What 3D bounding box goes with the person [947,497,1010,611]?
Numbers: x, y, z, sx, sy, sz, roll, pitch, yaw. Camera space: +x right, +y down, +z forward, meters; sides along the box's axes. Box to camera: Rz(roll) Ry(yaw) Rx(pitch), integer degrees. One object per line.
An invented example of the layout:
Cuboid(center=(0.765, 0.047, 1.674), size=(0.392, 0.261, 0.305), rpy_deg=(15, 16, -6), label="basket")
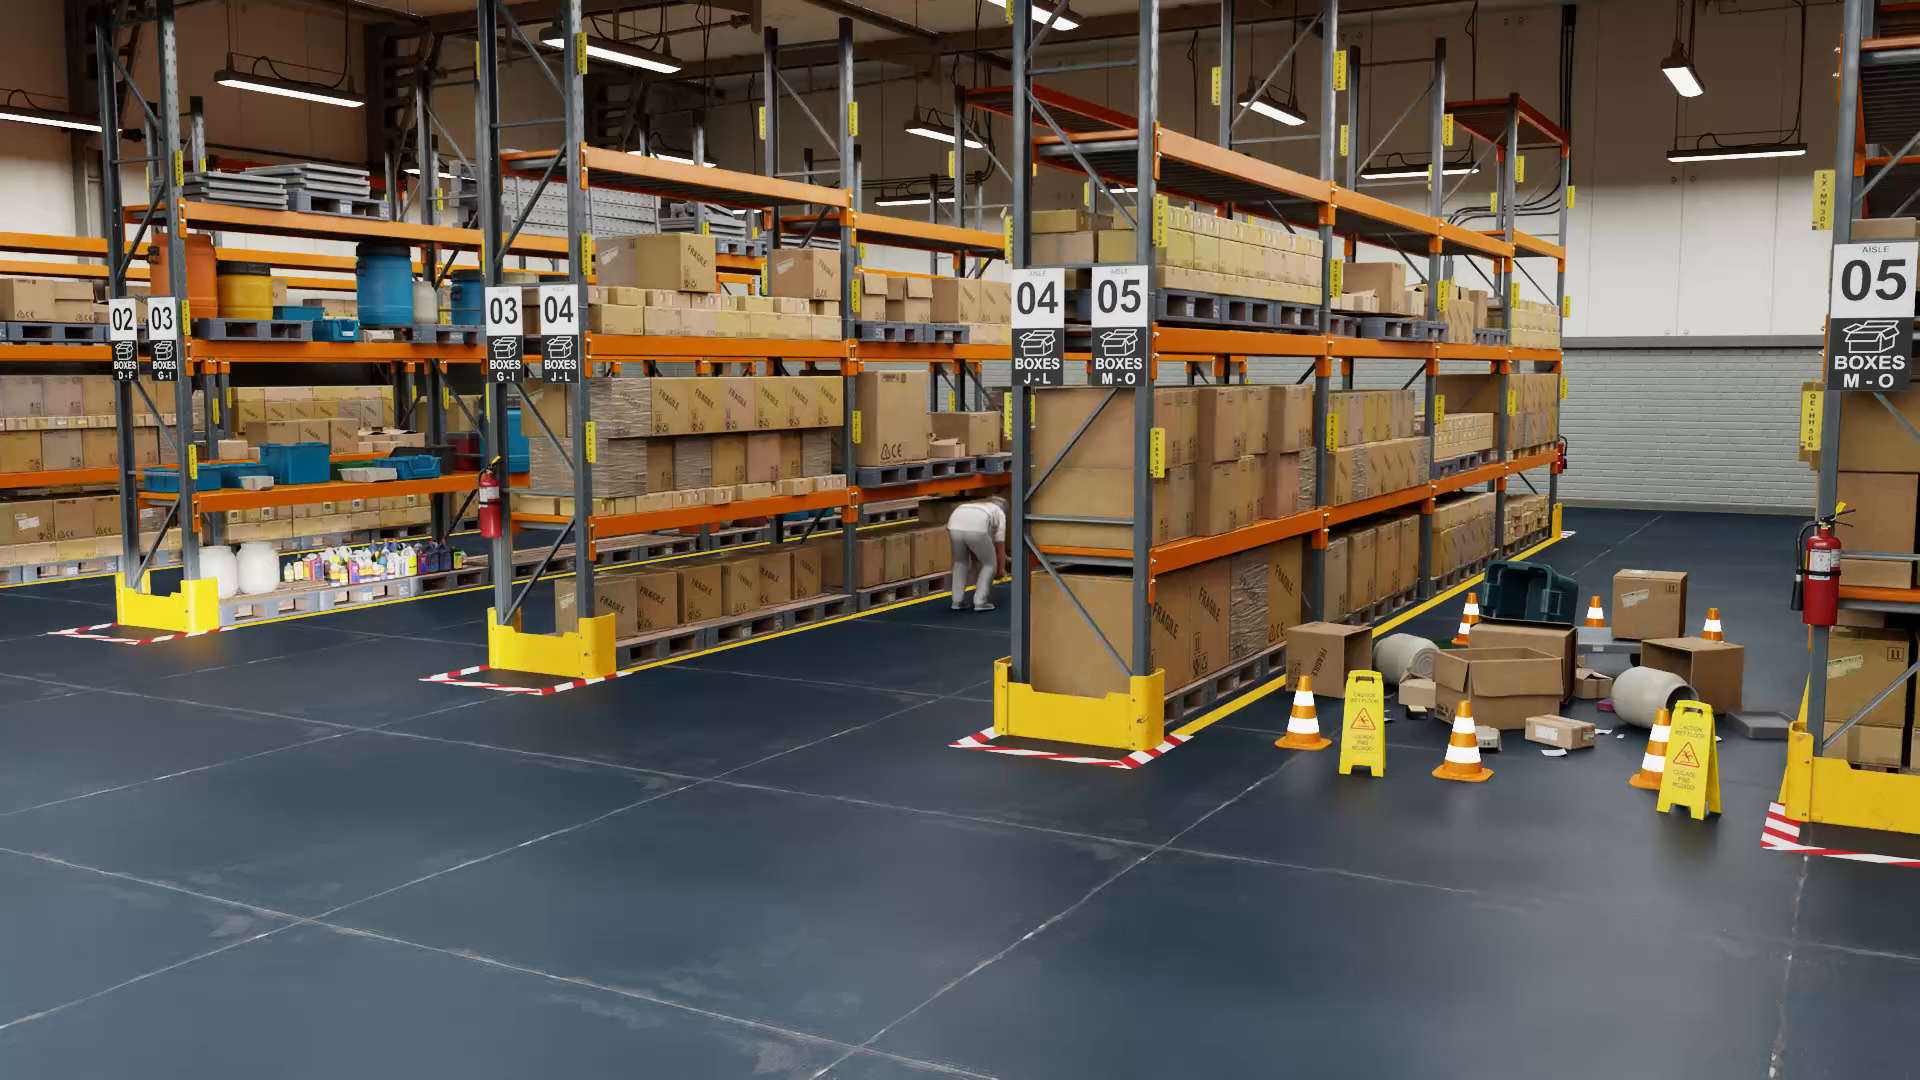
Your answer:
Cuboid(center=(0.236, 0.142, 17.667), size=(0.493, 1.152, 1.043), rpy_deg=(3, 7, 27), label="person")
